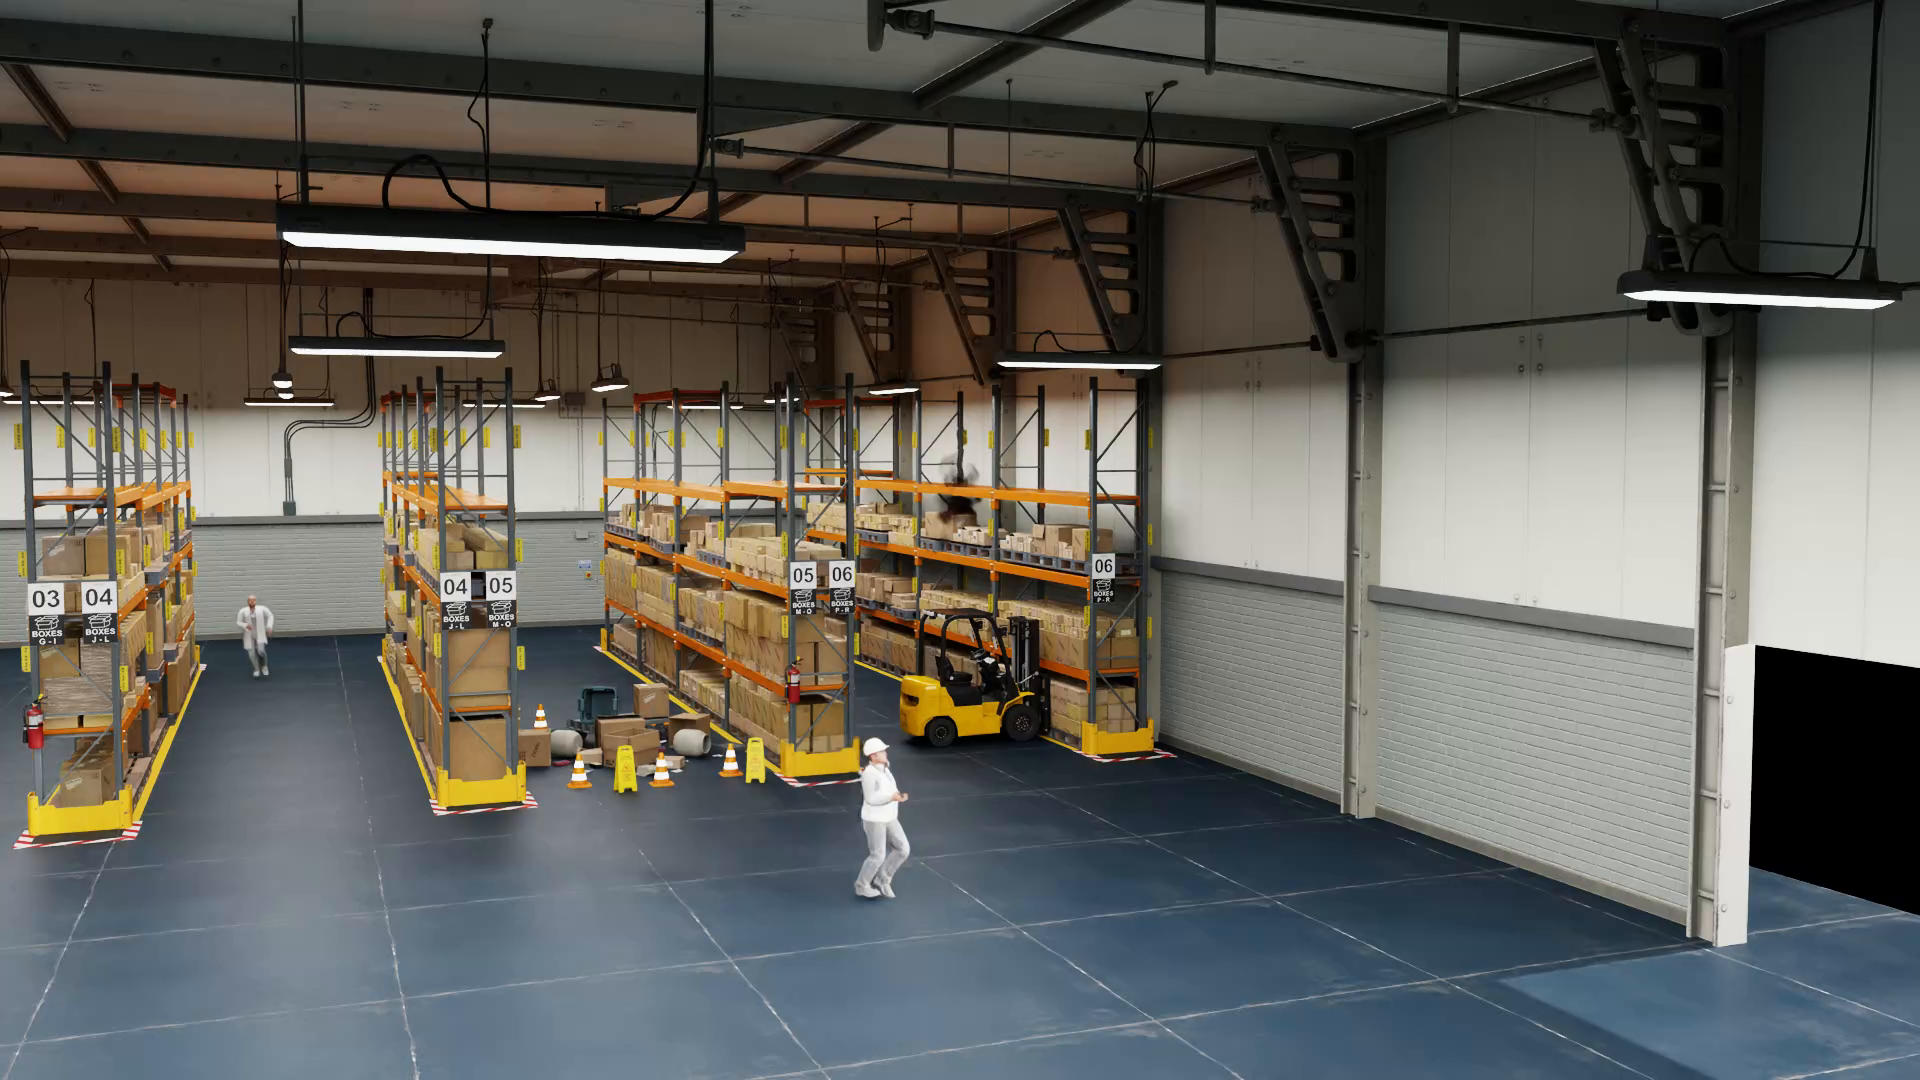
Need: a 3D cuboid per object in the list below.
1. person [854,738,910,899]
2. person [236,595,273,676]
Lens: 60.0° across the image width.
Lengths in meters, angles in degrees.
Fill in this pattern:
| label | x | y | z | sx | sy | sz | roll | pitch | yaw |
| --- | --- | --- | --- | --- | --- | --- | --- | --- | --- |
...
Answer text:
| label | x | y | z | sx | sy | sz | roll | pitch | yaw |
| --- | --- | --- | --- | --- | --- | --- | --- | --- | --- |
| person | -0.827 | 3.042 | 18.043 | 0.669 | 1.789 | 0.640 | 1 | 4 | 22 |
| person | -14.811 | 2.020 | 34.925 | 0.707 | 1.728 | 0.689 | -1 | 4 | -19 |
